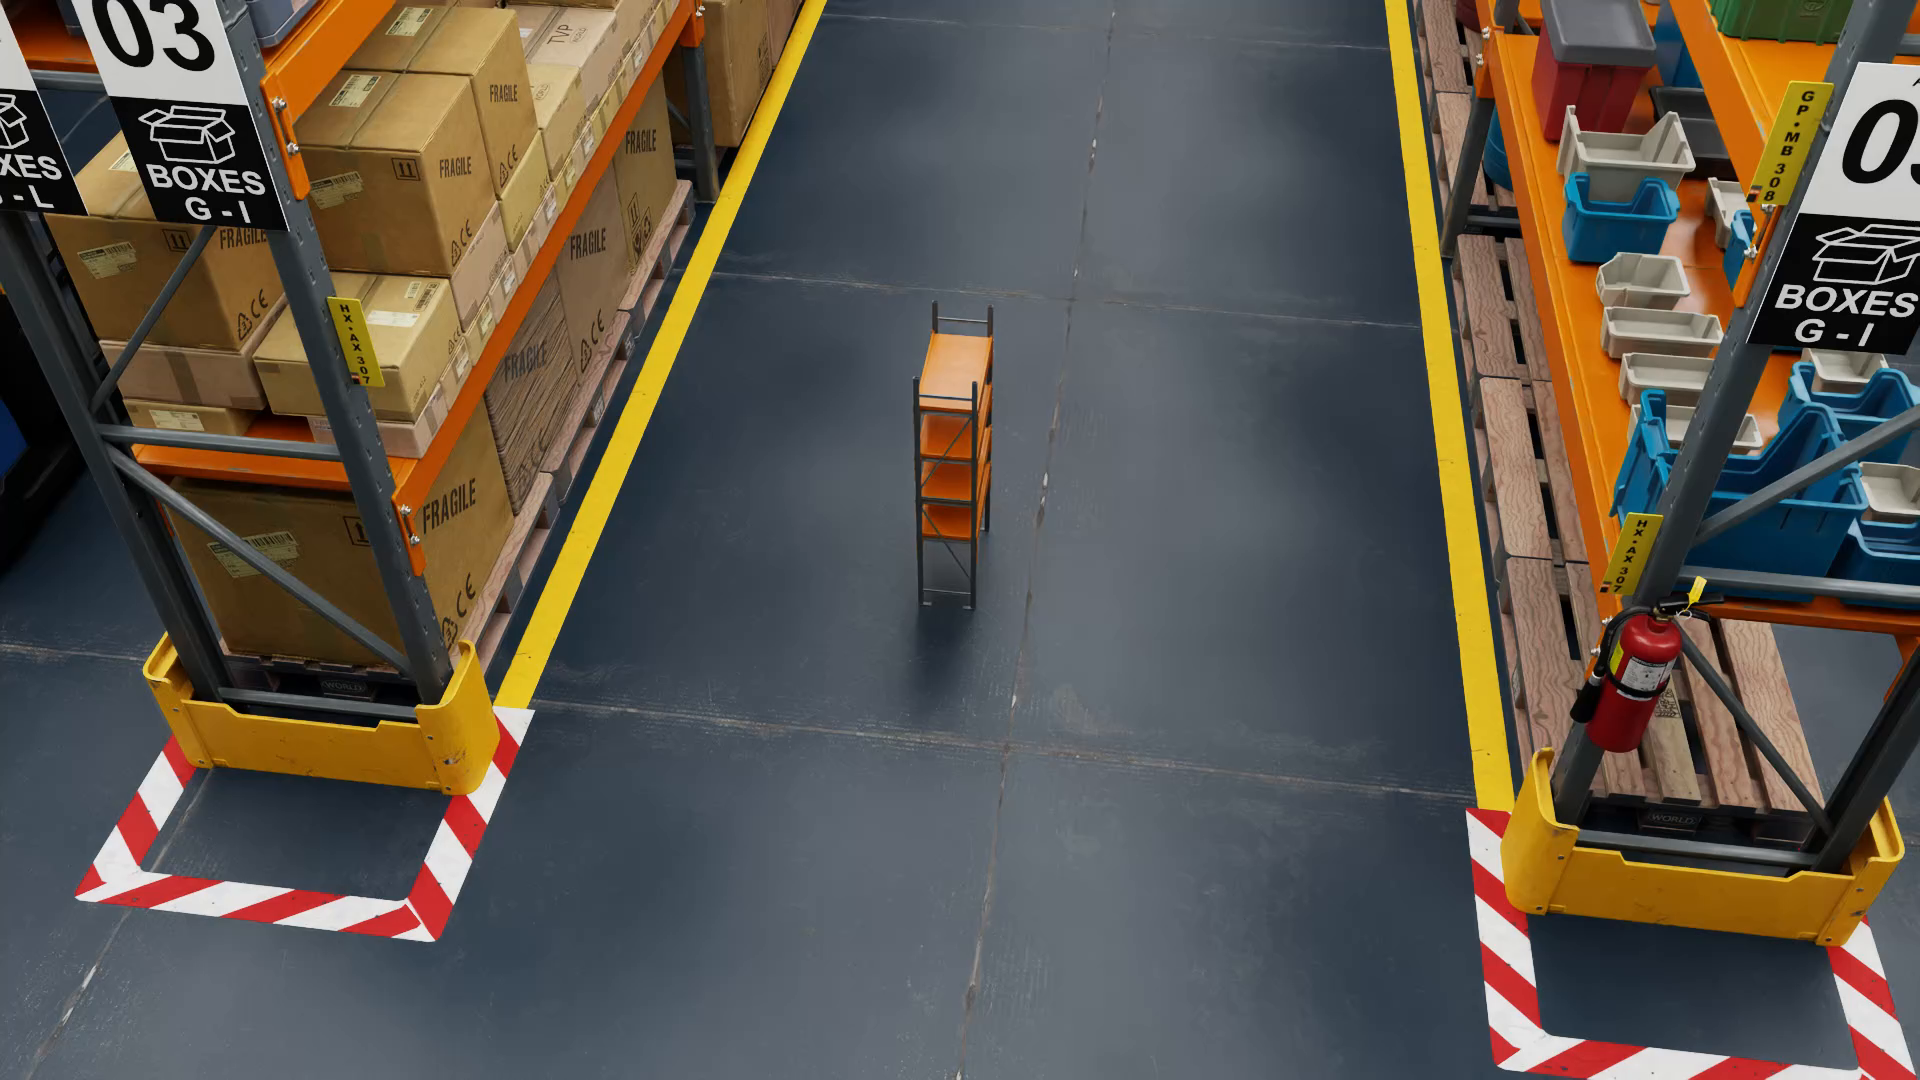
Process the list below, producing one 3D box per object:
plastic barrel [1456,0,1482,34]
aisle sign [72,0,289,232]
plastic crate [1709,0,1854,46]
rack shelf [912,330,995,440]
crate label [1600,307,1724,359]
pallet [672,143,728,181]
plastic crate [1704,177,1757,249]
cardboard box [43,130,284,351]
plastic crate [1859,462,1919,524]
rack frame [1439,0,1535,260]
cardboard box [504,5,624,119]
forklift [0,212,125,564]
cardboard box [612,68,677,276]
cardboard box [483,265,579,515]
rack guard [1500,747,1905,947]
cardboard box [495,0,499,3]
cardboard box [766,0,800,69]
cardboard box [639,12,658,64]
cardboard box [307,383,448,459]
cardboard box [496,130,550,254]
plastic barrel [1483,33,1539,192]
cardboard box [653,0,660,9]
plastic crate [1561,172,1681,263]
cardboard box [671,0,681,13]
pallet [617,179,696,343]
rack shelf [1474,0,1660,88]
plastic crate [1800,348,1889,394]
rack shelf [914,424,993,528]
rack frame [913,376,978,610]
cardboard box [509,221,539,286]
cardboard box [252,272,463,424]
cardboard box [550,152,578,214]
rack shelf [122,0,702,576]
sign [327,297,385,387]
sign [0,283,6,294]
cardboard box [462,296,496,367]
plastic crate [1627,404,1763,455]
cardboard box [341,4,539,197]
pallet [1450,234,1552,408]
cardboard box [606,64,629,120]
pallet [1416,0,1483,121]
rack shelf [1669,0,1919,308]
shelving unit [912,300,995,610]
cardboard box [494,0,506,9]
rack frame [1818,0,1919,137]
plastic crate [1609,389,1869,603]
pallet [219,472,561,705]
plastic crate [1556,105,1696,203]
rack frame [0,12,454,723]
[{"bbox_3d":[3.394,-3.482,10.216,0.600,0.588,0.708,5,44,6],"label":"plastic barrel"},{"bbox_3d":[-2.088,-1.175,4.441,0.394,0.787,0.004,5,44,6],"label":"aisle sign"},{"bbox_3d":[2.381,-1.568,4.719,0.450,0.188,0.336,5,44,6],"label":"plastic crate"},{"bbox_3d":[-0.022,-0.608,6.470,0.258,0.148,0.480,5,44,6],"label":"rack shelf"},{"bbox_3d":[2.527,-0.744,6.024,0.396,0.136,0.243,5,44,6],"label":"crate label"},{"bbox_3d":[-1.820,-2.554,9.816,1.003,0.211,1.213,5,44,6],"label":"pallet"},{"bbox_3d":[3.130,-1.295,6.607,0.293,0.136,0.466,5,44,6],"label":"plastic crate"},{"bbox_3d":[-2.572,-0.989,5.483,0.500,0.500,0.500,6,44,6],"label":"cardboard box"},{"bbox_3d":[3.017,-0.133,5.379,0.250,0.136,0.298,5,44,6],"label":"plastic crate"},{"bbox_3d":[3.062,-2.583,7.819,1.000,3.000,0.127,5,44,6],"label":"rack frame"},{"bbox_3d":[-1.779,-2.062,7.161,0.500,0.250,0.500,6,44,6],"label":"cardboard box"},{"bbox_3d":[-4.522,-1.599,6.829,1.130,2.935,3.031,5,44,5],"label":"forklift"},{"bbox_3d":[-2.014,-1.972,8.413,0.875,0.875,0.875,5,44,6],"label":"cardboard box"},{"bbox_3d":[-2.250,-0.752,7.125,0.875,0.875,0.875,5,44,6],"label":"cardboard box"},{"bbox_3d":[2.543,1.068,5.781,1.175,0.500,0.348,5,44,6],"label":"rack guard"},{"bbox_3d":[-2.237,-2.721,7.312,0.500,0.500,0.500,5,44,6],"label":"cardboard box"},{"bbox_3d":[-1.665,-3.462,9.986,1.225,0.875,0.875,4,44,4],"label":"cardboard box"},{"bbox_3d":[-1.631,-2.354,7.760,0.380,0.149,0.250,5,44,5],"label":"cardboard box"},{"bbox_3d":[-2.002,-0.428,5.726,0.380,0.149,0.250,6,44,6],"label":"cardboard box"},{"bbox_3d":[-1.913,-1.361,6.420,0.500,0.250,0.500,4,44,4],"label":"cardboard box"},{"bbox_3d":[3.151,-2.343,8.786,0.600,0.901,0.708,5,44,6],"label":"plastic barrel"},{"bbox_3d":[-1.645,-2.762,7.901,0.500,0.250,0.500,4,44,5],"label":"cardboard box"},{"bbox_3d":[2.551,-1.241,6.480,0.416,0.233,0.300,5,44,6],"label":"plastic crate"},{"bbox_3d":[-1.563,-2.705,8.130,0.380,0.149,0.250,5,44,6],"label":"cardboard box"},{"bbox_3d":[-2.025,-1.510,8.713,1.003,0.211,1.213,5,44,6],"label":"pallet"},{"bbox_3d":[3.327,-3.685,9.506,1.077,0.370,4.000,5,44,6],"label":"rack shelf"},{"bbox_3d":[3.107,-0.595,5.867,0.250,0.136,0.298,5,44,6],"label":"plastic crate"},{"bbox_3d":[-0.022,-0.274,6.787,0.258,0.148,0.480,5,44,6],"label":"rack shelf"},{"bbox_3d":[-0.054,-0.157,6.565,0.240,1.200,0.015,5,44,6],"label":"rack frame"},{"bbox_3d":[-1.868,-1.129,6.465,0.380,0.149,0.250,4,44,5],"label":"cardboard box"},{"bbox_3d":[-2.045,-0.664,5.684,0.500,0.250,0.500,4,44,4],"label":"cardboard box"},{"bbox_3d":[-1.800,-1.477,6.833,0.380,0.149,0.250,4,44,4],"label":"cardboard box"},{"bbox_3d":[-2.112,-1.409,7.102,1.077,0.370,4.000,5,44,6],"label":"rack shelf"},{"bbox_3d":[-1.827,-0.596,5.033,0.100,0.325,0.005,5,44,6],"label":"sign"},{"bbox_3d":[-2.912,-0.873,4.998,0.100,0.325,0.005,5,44,6],"label":"sign"},{"bbox_3d":[-1.936,-0.778,6.095,0.380,0.149,0.250,4,44,5],"label":"cardboard box"},{"bbox_3d":[2.462,-0.356,5.614,0.396,0.136,0.243,5,44,6],"label":"plastic crate"},{"bbox_3d":[-1.916,-1.630,6.160,0.500,0.500,0.500,4,44,4],"label":"cardboard box"},{"bbox_3d":[3.004,-1.066,8.245,1.003,0.211,1.213,5,44,6],"label":"pallet"},{"bbox_3d":[-1.698,-2.003,7.389,0.380,0.149,0.250,6,44,6],"label":"cardboard box"},{"bbox_3d":[3.365,-2.927,10.210,1.003,0.211,1.213,5,44,6],"label":"pallet"},{"bbox_3d":[2.798,-2.048,5.595,1.077,0.370,4.000,5,44,6],"label":"rack shelf"},{"bbox_3d":[-0.022,-0.323,6.741,0.258,1.200,0.503,5,44,6],"label":"shelving unit"},{"bbox_3d":[-2.240,-2.452,7.573,0.500,0.250,0.500,5,44,5],"label":"cardboard box"},{"bbox_3d":[2.534,-2.036,2.877,1.000,3.000,0.127,5,44,6],"label":"rack frame"},{"bbox_3d":[2.393,-0.137,5.166,0.616,0.435,0.499,5,44,6],"label":"plastic crate"},{"bbox_3d":[-2.348,0.153,6.957,1.003,0.211,1.213,5,44,6],"label":"pallet"},{"bbox_3d":[2.678,-1.538,6.758,0.437,0.282,0.530,5,44,6],"label":"plastic crate"},{"bbox_3d":[-2.376,-0.308,5.415,1.000,3.000,0.127,5,44,6],"label":"rack frame"}]
